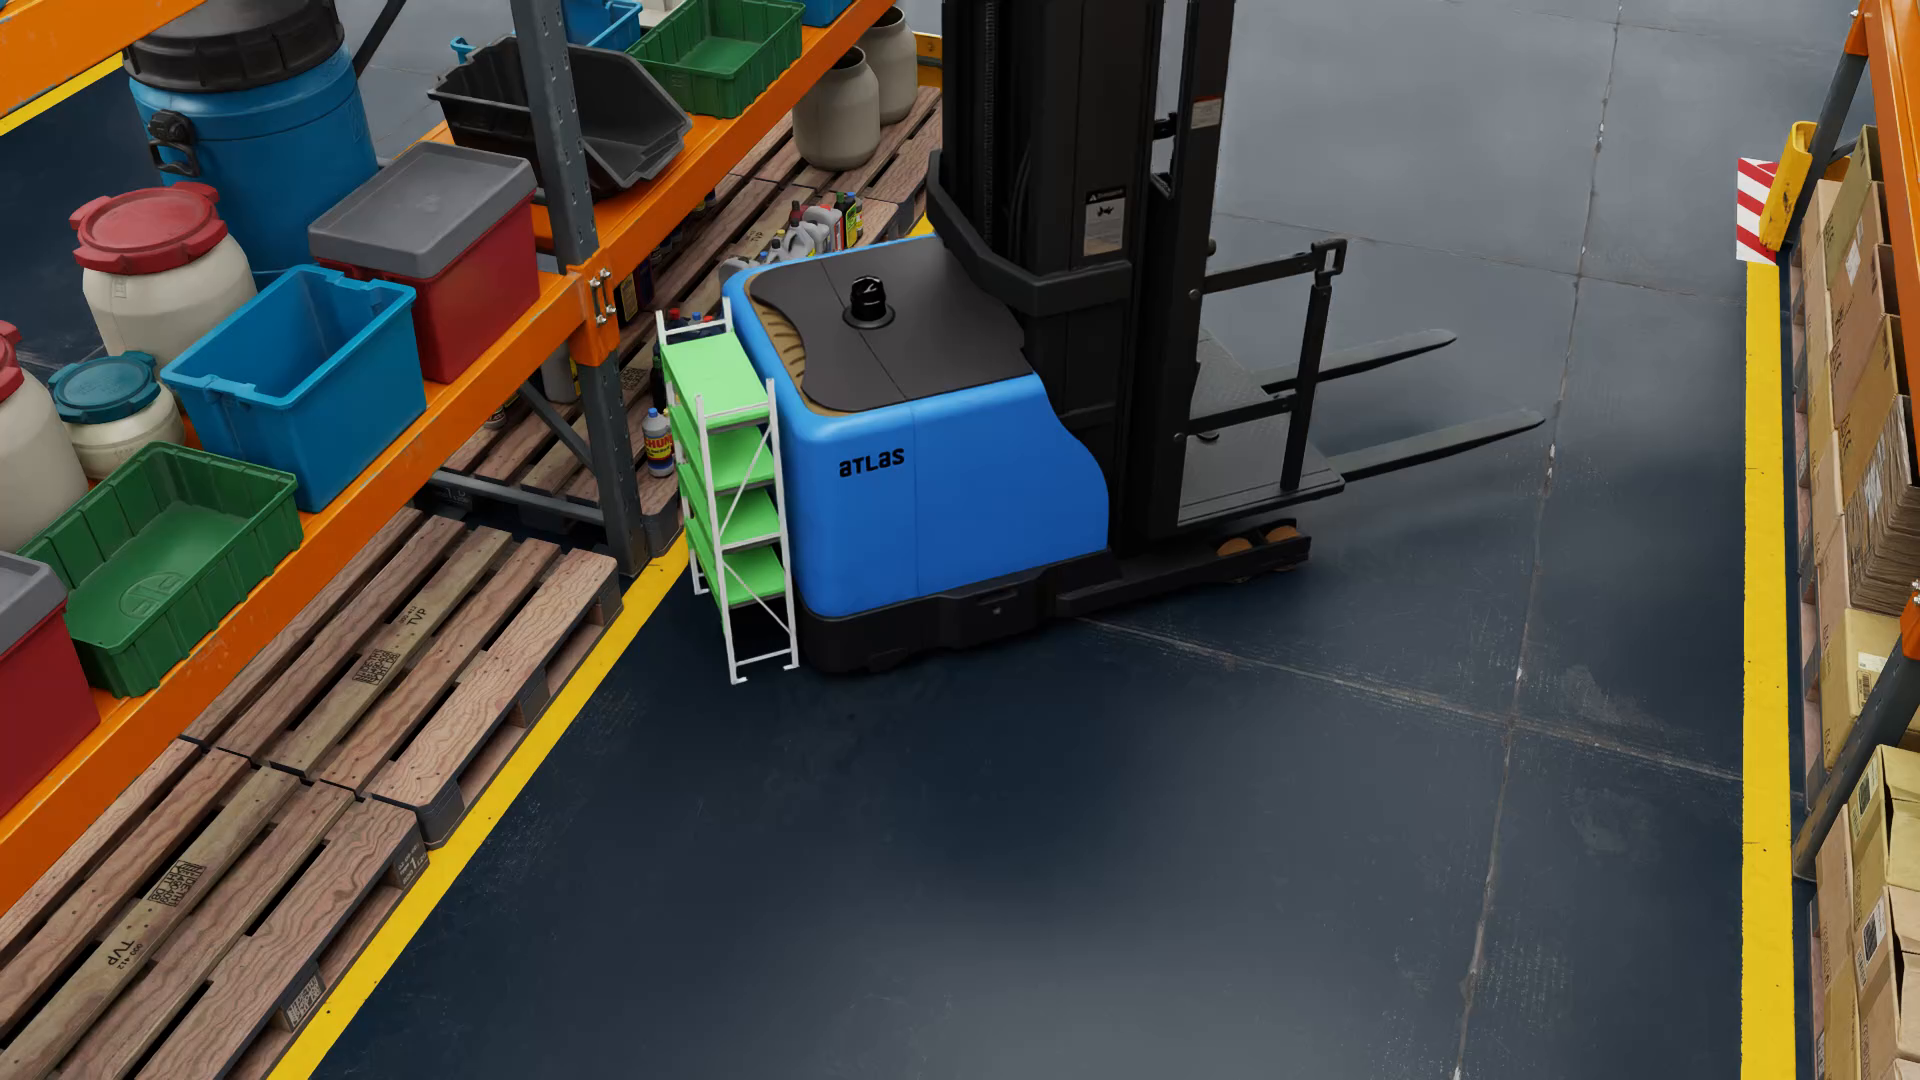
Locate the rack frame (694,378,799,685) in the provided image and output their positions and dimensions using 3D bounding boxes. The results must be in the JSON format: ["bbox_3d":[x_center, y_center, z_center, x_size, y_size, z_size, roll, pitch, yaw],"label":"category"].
[{"bbox_3d":[-0.669,0.005,5.320,0.240,1.200,0.015,-14,43,-16],"label":"rack frame"}]

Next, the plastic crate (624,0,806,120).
[{"bbox_3d":[-0.909,-1.827,6.244,0.450,0.188,0.662,13,42,15],"label":"plastic crate"}]

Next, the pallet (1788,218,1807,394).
[{"bbox_3d":[4.161,-0.944,7.194,1.003,0.211,1.213,13,42,15],"label":"pallet"}]

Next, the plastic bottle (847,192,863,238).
[{"bbox_3d":[-0.487,-1.467,7.476,0.097,0.201,0.097,0,40,0],"label":"plastic bottle"}]

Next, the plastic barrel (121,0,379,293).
[{"bbox_3d":[-2.055,-1.165,4.918,0.600,0.901,0.708,13,42,15],"label":"plastic barrel"}]

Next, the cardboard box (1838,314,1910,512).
[{"bbox_3d":[3.318,-0.379,5.601,0.500,0.500,0.500,13,42,15],"label":"cardboard box"}]

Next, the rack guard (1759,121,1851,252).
[{"bbox_3d":[4.391,-1.544,7.675,1.175,0.500,0.348,13,42,15],"label":"rack guard"}]

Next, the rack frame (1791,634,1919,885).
[{"bbox_3d":[3.015,-0.041,3.987,1.000,3.000,0.127,13,42,15],"label":"rack frame"}]

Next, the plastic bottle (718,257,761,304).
[{"bbox_3d":[-0.910,-1.066,6.948,0.152,0.276,0.135,13,42,15],"label":"plastic bottle"}]

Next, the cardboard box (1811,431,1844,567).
[{"bbox_3d":[3.306,-0.097,5.847,0.500,0.250,0.500,13,42,15],"label":"cardboard box"}]

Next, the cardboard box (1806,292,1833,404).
[{"bbox_3d":[3.652,-0.706,6.561,0.500,0.250,0.500,13,42,15],"label":"cardboard box"}]

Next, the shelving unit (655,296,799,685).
[{"bbox_3d":[-0.759,-0.142,5.492,0.258,1.200,0.503,-14,43,-16],"label":"shelving unit"}]

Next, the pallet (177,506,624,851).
[{"bbox_3d":[-1.870,0.406,5.612,1.003,0.211,1.213,13,42,15],"label":"pallet"}]

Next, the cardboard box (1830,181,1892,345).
[{"bbox_3d":[3.662,-0.989,6.315,0.500,0.500,0.500,13,42,15],"label":"cardboard box"}]

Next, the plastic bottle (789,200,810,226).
[{"bbox_3d":[-0.699,-1.374,7.304,0.061,0.283,0.133,13,42,15],"label":"plastic bottle"}]

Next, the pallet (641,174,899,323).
[{"bbox_3d":[-0.954,-1.229,7.527,1.003,0.211,1.213,13,42,15],"label":"pallet"}]

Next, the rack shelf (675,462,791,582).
[{"bbox_3d":[-0.759,-0.094,5.534,0.258,0.148,0.480,-14,43,-16],"label":"rack shelf"}]

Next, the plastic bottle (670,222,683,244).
[{"bbox_3d":[-1.301,-1.466,7.420,0.097,0.271,0.097,0,40,0],"label":"plastic bottle"}]

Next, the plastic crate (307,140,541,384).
[{"bbox_3d":[-1.516,-0.804,4.831,0.402,0.464,0.583,13,42,15],"label":"plastic crate"}]

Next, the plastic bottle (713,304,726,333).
[{"bbox_3d":[-0.908,-0.817,6.599,0.144,0.351,0.185,12,42,13],"label":"plastic bottle"}]

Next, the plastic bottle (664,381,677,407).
[{"bbox_3d":[-1.033,-0.574,6.371,0.152,0.276,0.135,15,43,17],"label":"plastic bottle"}]

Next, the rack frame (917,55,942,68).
[{"bbox_3d":[-0.270,-3.582,8.138,1.000,3.000,0.127,13,42,15],"label":"rack frame"}]

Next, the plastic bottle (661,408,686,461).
[{"bbox_3d":[-1.083,-0.404,6.230,0.097,0.201,0.097,0,40,0],"label":"plastic bottle"}]

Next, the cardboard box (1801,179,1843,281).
[{"bbox_3d":[3.991,-1.316,7.277,0.500,0.250,0.500,13,42,15],"label":"cardboard box"}]

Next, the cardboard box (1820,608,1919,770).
[{"bbox_3d":[2.968,0.514,5.131,0.500,0.250,0.500,13,42,15],"label":"cardboard box"}]

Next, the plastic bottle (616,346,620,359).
[{"bbox_3d":[-1.476,-0.830,6.671,0.152,0.276,0.135,13,42,15],"label":"plastic bottle"}]

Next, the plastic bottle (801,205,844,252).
[{"bbox_3d":[-0.598,-1.348,7.279,0.152,0.276,0.135,14,42,15],"label":"plastic bottle"}]

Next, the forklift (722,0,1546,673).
[{"bbox_3d":[0.745,-1.263,5.472,3.031,2.935,1.130,-14,42,-16],"label":"forklift"}]

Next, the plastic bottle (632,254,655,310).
[{"bbox_3d":[-1.353,-1.122,7.008,0.061,0.283,0.133,13,42,15],"label":"plastic bottle"}]

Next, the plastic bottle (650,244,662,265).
[{"bbox_3d":[-1.369,-1.318,7.301,0.097,0.201,0.097,0,40,0],"label":"plastic bottle"}]

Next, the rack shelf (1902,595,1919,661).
[{"bbox_3d":[2.331,1.453,2.790,1.077,0.370,4.000,13,42,15],"label":"rack shelf"}]

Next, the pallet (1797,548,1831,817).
[{"bbox_3d":[3.326,0.544,5.449,1.003,0.211,1.213,13,42,15],"label":"pallet"}]

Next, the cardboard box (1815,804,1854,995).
[{"bbox_3d":[2.644,1.037,4.519,0.500,0.250,0.500,12,42,14],"label":"cardboard box"}]

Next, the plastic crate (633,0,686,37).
[{"bbox_3d":[-1.321,-2.089,6.590,0.530,0.136,0.437,13,42,15],"label":"plastic crate"}]

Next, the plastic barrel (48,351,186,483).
[{"bbox_3d":[-2.235,-0.317,4.417,0.301,0.262,0.301,0,40,0],"label":"plastic barrel"}]

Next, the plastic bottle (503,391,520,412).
[{"bbox_3d":[-1.784,-0.643,6.447,0.061,0.283,0.133,15,43,17],"label":"plastic bottle"}]

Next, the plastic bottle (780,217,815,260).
[{"bbox_3d":[-0.699,-1.190,7.036,0.144,0.351,0.185,15,43,17],"label":"plastic bottle"}]

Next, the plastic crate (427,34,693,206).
[{"bbox_3d":[-1.340,-1.410,5.639,0.767,0.338,0.504,13,42,15],"label":"plastic crate"}]

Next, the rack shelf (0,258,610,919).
[{"bbox_3d":[-2.322,0.351,4.082,1.077,0.370,4.000,13,42,15],"label":"rack shelf"}]

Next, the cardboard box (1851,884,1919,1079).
[{"bbox_3d":[2.464,1.133,3.974,0.500,0.311,0.500,13,42,15],"label":"cardboard box"}]

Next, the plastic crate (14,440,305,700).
[{"bbox_3d":[-1.969,0.063,4.028,0.450,0.188,0.662,13,42,15],"label":"plastic crate"}]

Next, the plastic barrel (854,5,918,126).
[{"bbox_3d":[-0.424,-2.377,8.318,0.421,0.512,0.421,0,40,0],"label":"plastic barrel"}]

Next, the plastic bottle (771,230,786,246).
[{"bbox_3d":[-0.770,-1.252,7.223,0.097,0.201,0.097,0,40,0],"label":"plastic bottle"}]

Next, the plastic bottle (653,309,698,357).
[{"bbox_3d":[-1.108,-0.734,6.502,0.144,0.351,0.185,13,42,15],"label":"plastic bottle"}]

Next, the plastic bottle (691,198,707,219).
[{"bbox_3d":[-1.219,-1.585,7.614,0.097,0.201,0.097,0,40,0],"label":"plastic bottle"}]

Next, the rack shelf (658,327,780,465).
[{"bbox_3d":[-0.759,-0.459,5.222,0.258,0.148,0.480,-14,43,-16],"label":"rack shelf"}]
